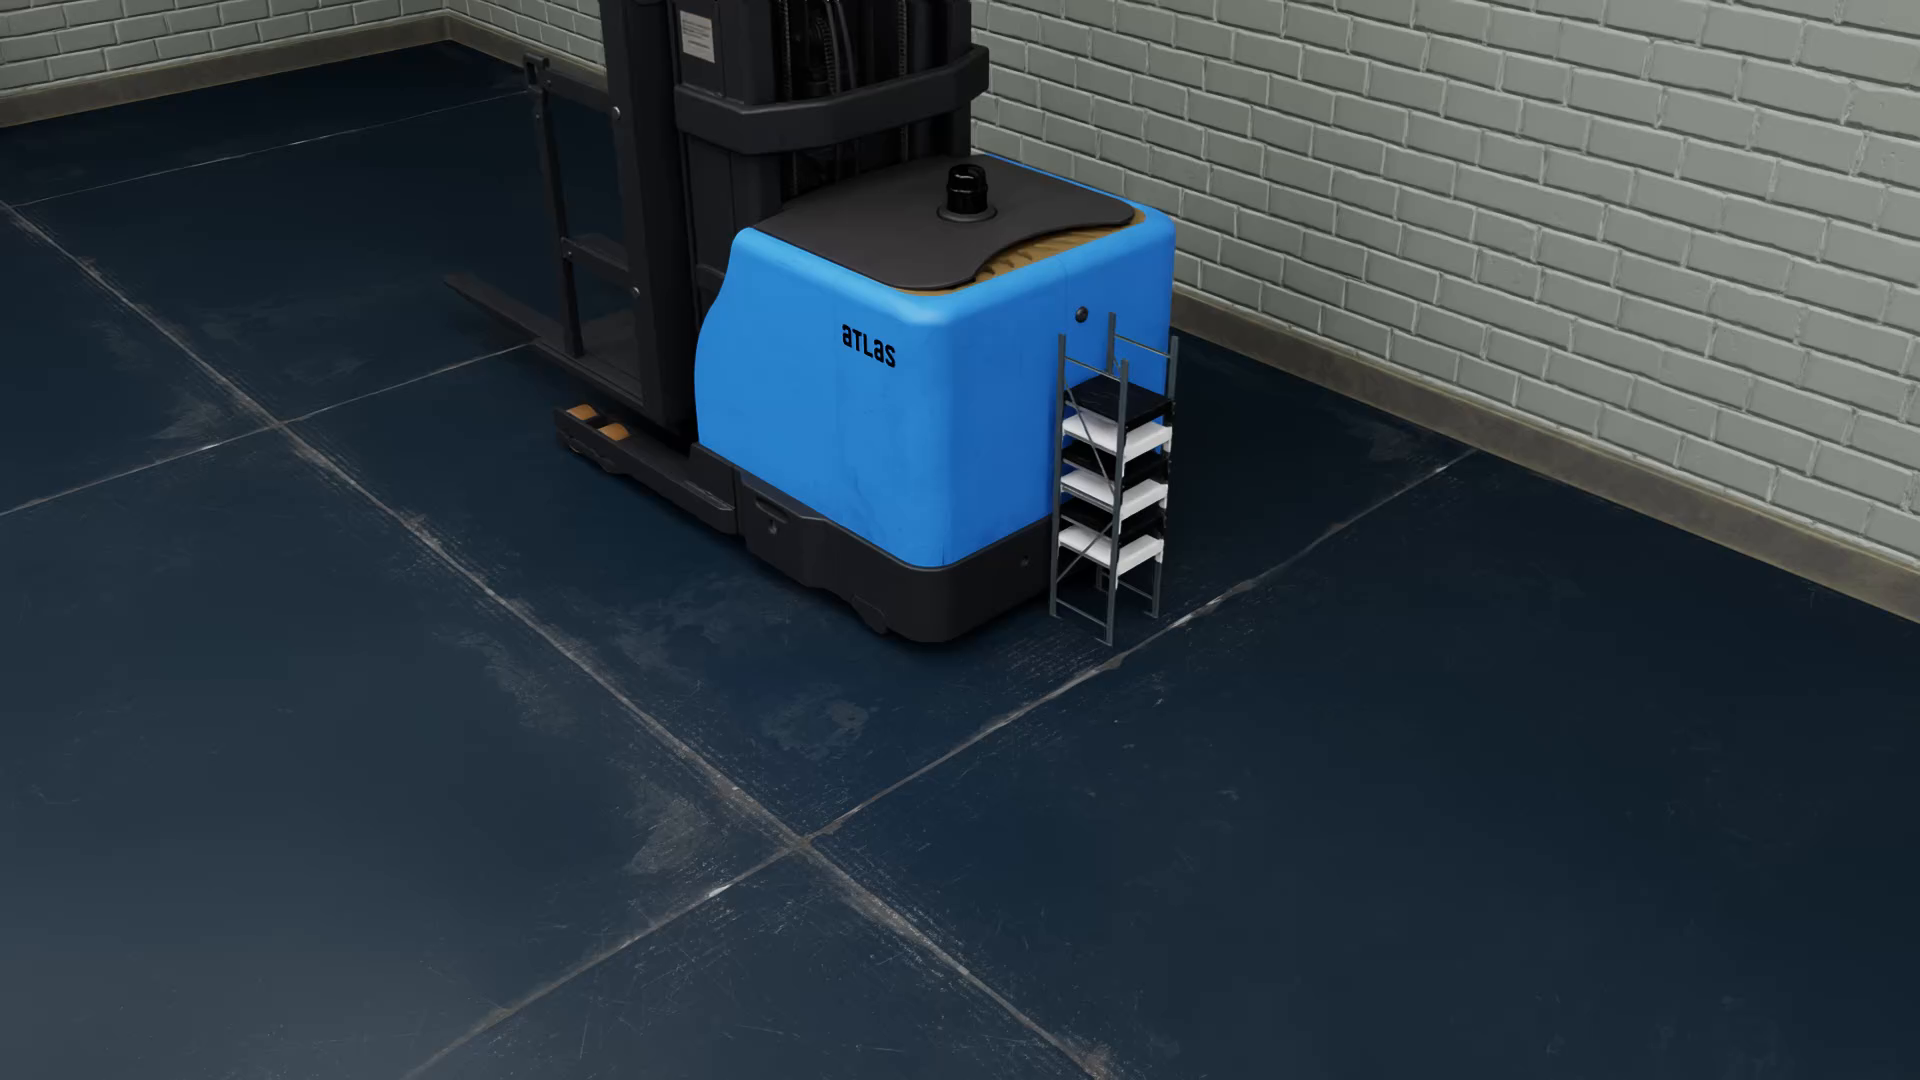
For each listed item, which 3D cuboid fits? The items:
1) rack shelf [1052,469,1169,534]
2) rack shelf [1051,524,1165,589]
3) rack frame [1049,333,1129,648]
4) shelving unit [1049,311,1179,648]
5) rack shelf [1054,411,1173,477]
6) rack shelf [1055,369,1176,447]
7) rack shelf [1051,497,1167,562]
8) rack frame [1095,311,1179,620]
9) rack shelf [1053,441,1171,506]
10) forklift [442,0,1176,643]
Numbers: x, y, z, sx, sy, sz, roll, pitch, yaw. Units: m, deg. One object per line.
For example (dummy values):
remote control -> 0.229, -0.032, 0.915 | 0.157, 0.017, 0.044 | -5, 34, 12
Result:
rack shelf -> 0.422, -0.130, 4.664 | 0.200, 0.077, 0.258 | -27, 41, -37
rack shelf -> 0.422, 0.023, 4.758 | 0.200, 0.077, 0.258 | -27, 41, -37
rack frame -> 0.349, -0.121, 4.586 | 0.006, 0.900, 0.240 | -27, 41, -37
shelving unit -> 0.422, -0.159, 4.647 | 0.210, 0.900, 0.258 | -27, 41, -37
rack shelf -> 0.422, -0.284, 4.570 | 0.200, 0.077, 0.258 | -27, 41, -37
rack shelf -> 0.422, -0.361, 4.524 | 0.200, 0.077, 0.258 | -27, 41, -37
rack shelf -> 0.422, -0.054, 4.711 | 0.200, 0.077, 0.258 | -27, 41, -37
rack frame -> 0.494, -0.196, 4.708 | 0.006, 0.900, 0.240 | -27, 41, -37
rack shelf -> 0.422, -0.207, 4.617 | 0.200, 0.077, 0.258 | -27, 41, -37
forklift -> -0.748, -1.639, 5.121 | 1.130, 2.935, 3.031 | -26, 40, -36
